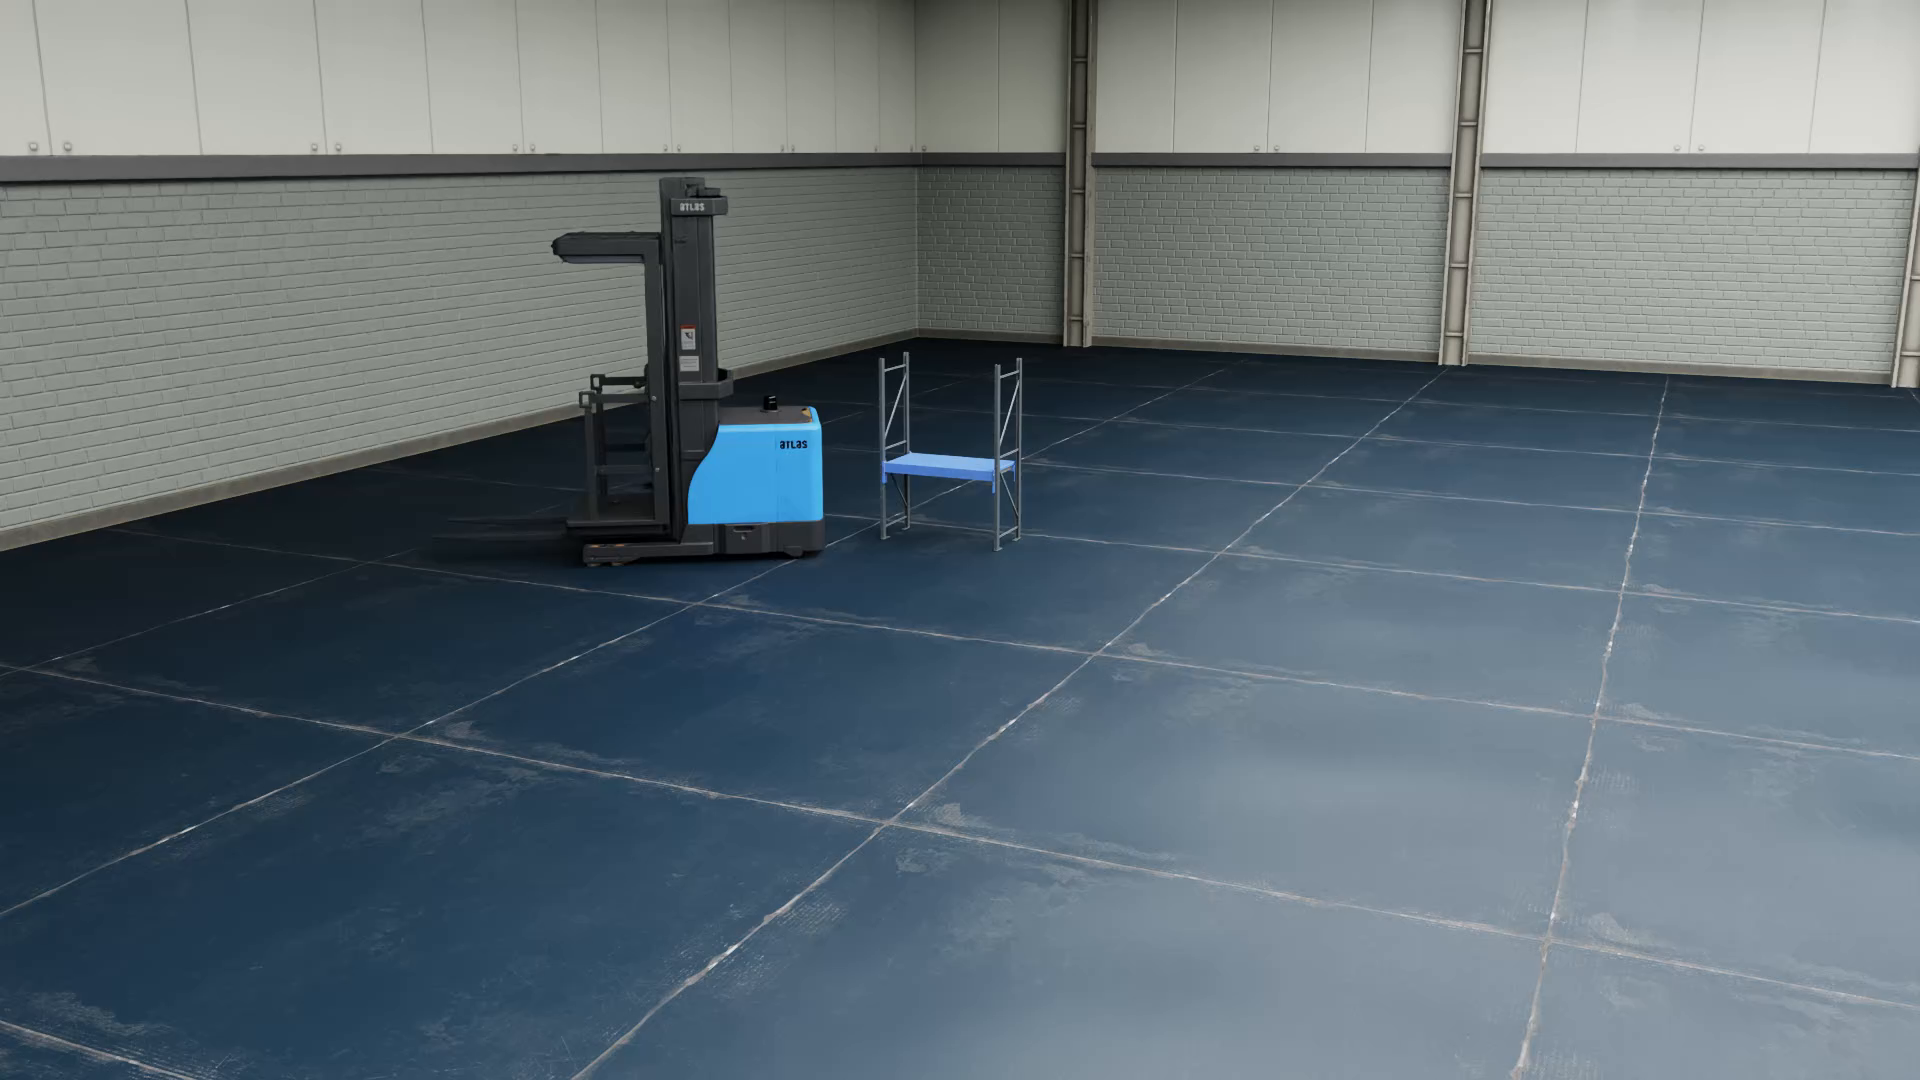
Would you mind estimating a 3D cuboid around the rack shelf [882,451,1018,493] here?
[{"bbox_3d":[-0.078,-0.563,13.658,1.000,0.185,0.538,6,14,23],"label":"rack shelf"}]

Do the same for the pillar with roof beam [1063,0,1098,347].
[{"bbox_3d":[0.194,-6.686,22.548,0.400,9.000,9.100,6,14,23],"label":"pillar with roof beam"}]

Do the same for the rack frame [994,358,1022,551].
[{"bbox_3d":[0.387,-0.691,13.417,0.032,1.500,0.500,6,14,23],"label":"rack frame"}]

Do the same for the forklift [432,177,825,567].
[{"bbox_3d":[-2.625,-1.349,13.089,3.031,2.935,1.130,-2,13,-7],"label":"forklift"}]

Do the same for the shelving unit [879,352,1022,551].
[{"bbox_3d":[-0.078,-0.738,13.617,1.048,1.500,0.538,6,14,23],"label":"shelving unit"}]

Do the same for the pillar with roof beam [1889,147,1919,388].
[{"bbox_3d":[11.166,-5.575,17.816,0.400,9.000,9.100,6,14,23],"label":"pillar with roof beam"}]

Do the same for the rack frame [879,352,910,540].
[{"bbox_3d":[-0.543,-0.785,13.818,0.032,1.500,0.500,6,14,23],"label":"rack frame"}]

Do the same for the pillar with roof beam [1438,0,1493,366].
[{"bbox_3d":[5.680,-6.130,20.182,0.400,9.000,9.100,6,14,23],"label":"pillar with roof beam"}]
